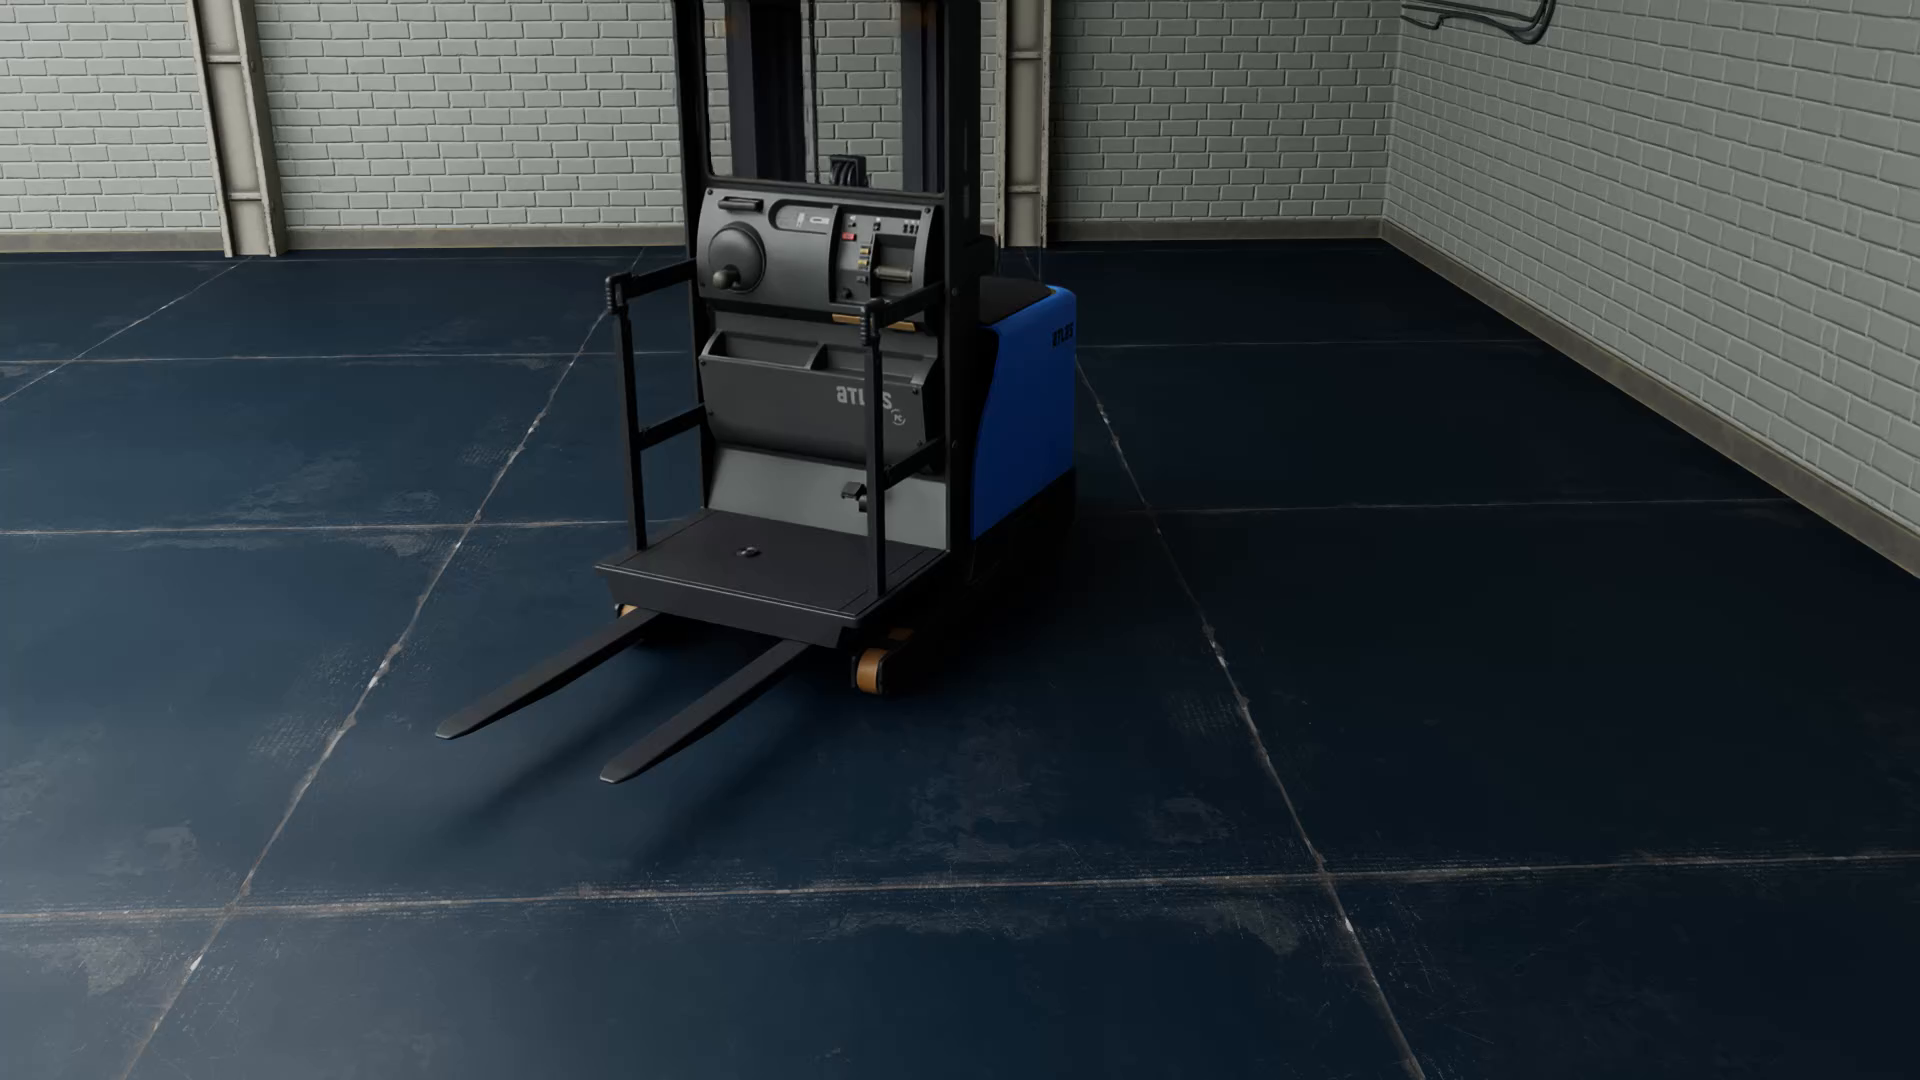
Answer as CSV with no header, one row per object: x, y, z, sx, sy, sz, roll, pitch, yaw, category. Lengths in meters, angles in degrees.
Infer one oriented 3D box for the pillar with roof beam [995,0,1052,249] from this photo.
0.733,-5.048,7.733,0.400,9.000,9.100,-1,21,-3,pillar with roof beam

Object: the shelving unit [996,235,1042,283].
0.255,-0.719,7.324,0.189,1.200,0.258,1,21,4,shelving unit

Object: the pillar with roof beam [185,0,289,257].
-5.257,-4.926,7.413,0.400,9.000,9.100,-1,21,-3,pillar with roof beam

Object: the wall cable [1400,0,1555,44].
3.504,-4.716,11.226,0.112,2.526,3.097,-1,21,-3,wall cable

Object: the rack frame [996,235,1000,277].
0.164,-0.722,7.330,0.006,1.200,0.240,1,21,4,rack frame

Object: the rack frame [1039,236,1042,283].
0.347,-0.717,7.318,0.006,1.200,0.240,1,21,4,rack frame

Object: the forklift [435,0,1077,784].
-0.607,-1.012,5.659,1.130,2.935,3.031,10,23,24,forklift
